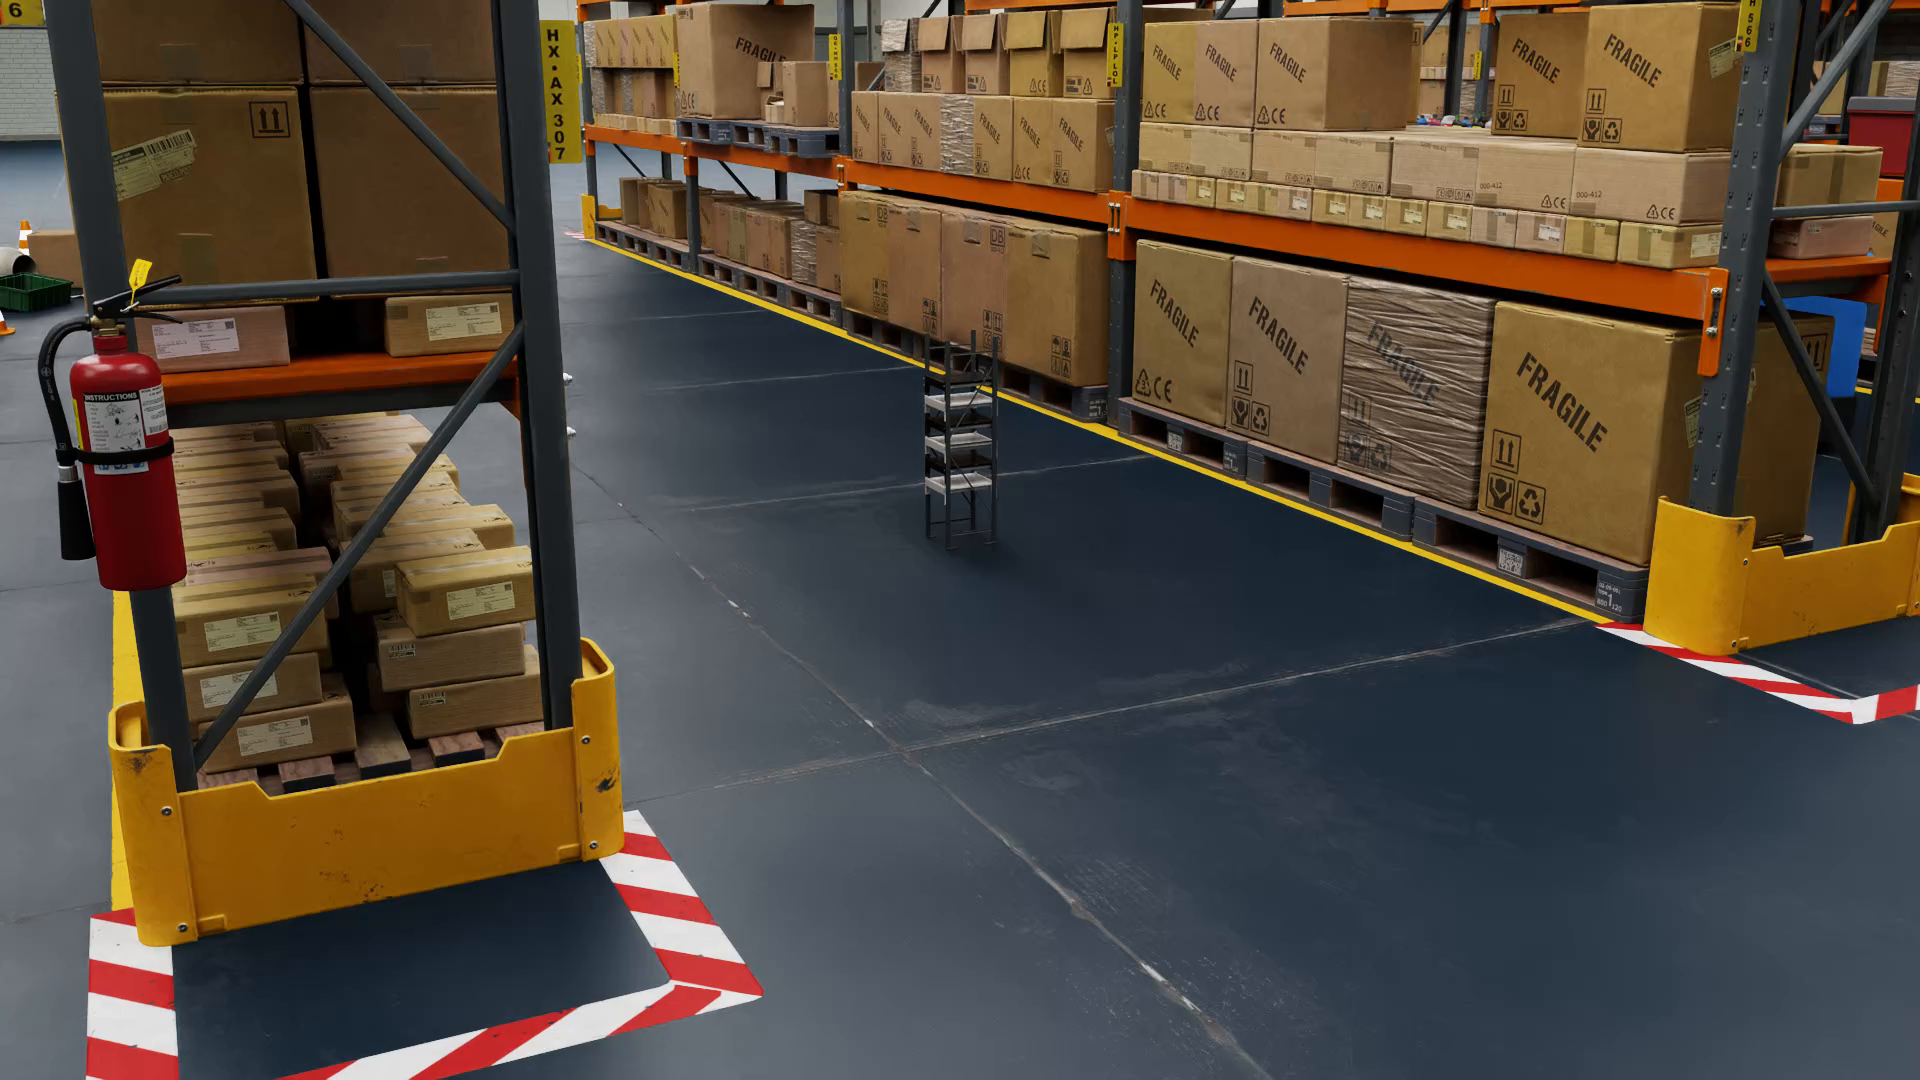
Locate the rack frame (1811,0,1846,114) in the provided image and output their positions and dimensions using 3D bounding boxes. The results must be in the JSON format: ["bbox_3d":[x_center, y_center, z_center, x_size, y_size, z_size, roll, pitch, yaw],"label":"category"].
[{"bbox_3d":[8.469,-4.326,16.888,1.000,3.000,0.127,-8,18,-25],"label":"rack frame"}]

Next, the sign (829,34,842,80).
[{"bbox_3d":[-0.922,-3.580,12.334,0.100,0.325,0.005,-8,18,-25],"label":"sign"}]

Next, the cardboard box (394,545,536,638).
[{"bbox_3d":[-1.360,0.140,4.655,0.380,0.149,0.250,-9,18,-27],"label":"cardboard box"}]

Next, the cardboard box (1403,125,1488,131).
[{"bbox_3d":[2.197,-1.877,8.085,0.500,0.250,0.500,-7,18,-24],"label":"cardboard box"}]

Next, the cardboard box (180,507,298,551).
[{"bbox_3d":[-2.238,0.020,5.071,0.380,0.149,0.250,-8,18,-27],"label":"cardboard box"}]

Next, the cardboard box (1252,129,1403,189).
[{"bbox_3d":[1.730,-1.809,7.849,0.500,0.250,0.500,-7,18,-24],"label":"cardboard box"}]

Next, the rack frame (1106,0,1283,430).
[{"bbox_3d":[1.314,-2.138,9.263,1.000,3.000,0.127,-8,18,-25],"label":"rack frame"}]

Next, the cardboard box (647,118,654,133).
[{"bbox_3d":[-3.052,-4.335,17.373,0.380,0.149,0.250,-8,18,-25],"label":"cardboard box"}]

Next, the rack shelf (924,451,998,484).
[{"bbox_3d":[0.004,-0.312,7.154,0.258,0.077,0.200,-8,18,-25],"label":"rack shelf"}]

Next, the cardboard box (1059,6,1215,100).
[{"bbox_3d":[1.027,-2.826,9.659,0.797,0.503,0.637,-8,18,-26],"label":"cardboard box"}]

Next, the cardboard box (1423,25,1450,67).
[{"bbox_3d":[6.294,-6.224,20.968,0.700,0.500,0.500,-8,18,-25],"label":"cardboard box"}]

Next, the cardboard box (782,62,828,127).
[{"bbox_3d":[-1.045,-3.635,13.538,0.700,0.500,0.500,-5,17,-17],"label":"cardboard box"}]

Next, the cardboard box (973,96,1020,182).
[{"bbox_3d":[0.418,-2.521,10.417,0.500,0.500,0.500,-8,18,-26],"label":"cardboard box"}]

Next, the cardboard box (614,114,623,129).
[{"bbox_3d":[-3.612,-4.643,18.447,0.380,0.149,0.250,-8,18,-25],"label":"cardboard box"}]

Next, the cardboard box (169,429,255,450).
[{"bbox_3d":[-2.828,-0.304,6.199,0.380,0.149,0.250,-7,18,-24],"label":"cardboard box"}]

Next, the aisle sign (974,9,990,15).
[{"bbox_3d":[0.215,-6.944,21.298,0.394,0.787,0.004,-8,18,-25],"label":"aisle sign"}]

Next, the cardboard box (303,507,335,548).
[{"bbox_3d":[-2.063,-0.025,5.769,0.380,0.149,0.250,-7,17,-22],"label":"cardboard box"}]

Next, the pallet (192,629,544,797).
[{"bbox_3d":[-1.793,0.544,4.973,1.003,0.211,1.213,-8,18,-25],"label":"pallet"}]

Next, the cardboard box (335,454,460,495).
[{"bbox_3d":[-1.955,-0.184,5.783,0.380,0.149,0.250,-7,18,-24],"label":"cardboard box"}]

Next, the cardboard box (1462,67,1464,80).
[{"bbox_3d":[6.298,-5.781,20.600,0.380,0.149,0.250,-8,18,-26],"label":"cardboard box"}]

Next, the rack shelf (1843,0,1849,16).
[{"bbox_3d":[9.345,-4.926,14.845,1.077,0.370,4.000,-8,18,-25],"label":"rack shelf"}]

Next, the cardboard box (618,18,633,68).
[{"bbox_3d":[-3.289,-5.244,17.553,0.500,0.500,0.500,-8,18,-25],"label":"cardboard box"}]

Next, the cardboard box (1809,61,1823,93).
[{"bbox_3d":[11.360,-6.047,21.904,0.700,0.500,0.500,-8,18,-25],"label":"cardboard box"}]

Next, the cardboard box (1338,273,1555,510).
[{"bbox_3d":[2.316,-0.701,7.348,0.875,0.875,0.875,-8,18,-25],"label":"cardboard box"}]

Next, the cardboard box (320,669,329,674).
[{"bbox_3d":[-2.096,0.364,4.952,0.380,0.149,0.250,-8,18,-25],"label":"cardboard box"}]

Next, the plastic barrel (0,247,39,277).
[{"bbox_3d":[-8.569,-2.405,14.864,0.512,0.421,0.421,4,16,13],"label":"plastic barrel"}]

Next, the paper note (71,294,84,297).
[{"bbox_3d":[-7.802,-2.178,14.783,0.142,0.020,0.147,7,17,23],"label":"paper note"}]

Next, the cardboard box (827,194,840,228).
[{"bbox_3d":[-0.758,-2.663,13.466,0.500,0.250,0.500,-7,17,-23],"label":"cardboard box"}]

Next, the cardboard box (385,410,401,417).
[{"bbox_3d":[-2.536,-0.505,6.901,0.380,0.149,0.250,-8,18,-25],"label":"cardboard box"}]

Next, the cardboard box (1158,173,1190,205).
[{"bbox_3d":[1.260,-1.839,8.675,0.380,0.149,0.250,-8,18,-27],"label":"cardboard box"}]

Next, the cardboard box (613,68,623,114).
[{"bbox_3d":[-3.399,-5.055,18.709,0.875,0.500,0.500,-8,18,-25],"label":"cardboard box"}]

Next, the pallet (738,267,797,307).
[{"bbox_3d":[-1.309,-2.286,14.832,1.003,0.211,1.213,-8,18,-25],"label":"pallet"}]

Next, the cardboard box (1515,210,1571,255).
[{"bbox_3d":[2.390,-1.201,6.453,0.380,0.149,0.250,-8,18,-25],"label":"cardboard box"}]

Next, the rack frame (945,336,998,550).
[{"bbox_3d":[0.048,-0.405,7.032,0.240,0.900,0.006,-8,18,-25],"label":"rack frame"}]

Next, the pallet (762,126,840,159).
[{"bbox_3d":[-0.846,-3.201,13.317,1.213,0.211,1.003,-8,18,-25],"label":"pallet"}]

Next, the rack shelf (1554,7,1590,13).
[{"bbox_3d":[10.292,-7.509,23.847,1.077,0.370,4.000,-8,18,-25],"label":"rack shelf"}]

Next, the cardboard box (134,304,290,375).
[{"bbox_3d":[-1.833,-0.498,4.003,0.380,0.149,0.250,-8,18,-25],"label":"cardboard box"}]

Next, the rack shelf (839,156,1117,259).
[{"bbox_3d":[0.438,-2.288,11.090,1.077,0.370,4.000,-8,18,-25],"label":"rack shelf"}]

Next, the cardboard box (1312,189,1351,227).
[{"bbox_3d":[1.829,-1.517,7.556,0.380,0.149,0.250,-8,18,-26],"label":"cardboard box"}]

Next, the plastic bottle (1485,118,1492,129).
[{"bbox_3d":[4.302,-3.283,13.487,0.097,0.271,0.097,0,16,0],"label":"plastic bottle"}]

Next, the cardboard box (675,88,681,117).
[{"bbox_3d":[-2.332,-4.432,16.536,0.875,0.500,0.500,-8,18,-25],"label":"cardboard box"}]

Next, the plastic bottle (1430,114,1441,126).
[{"bbox_3d":[4.016,-3.439,14.008,0.061,0.283,0.133,-8,18,-25],"label":"plastic bottle"}]

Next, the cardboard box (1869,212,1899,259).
[{"bbox_3d":[8.861,-2.934,15.772,0.500,0.500,0.500,-8,18,-26],"label":"cardboard box"}]

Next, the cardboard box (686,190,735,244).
[{"bbox_3d":[-2.587,-3.367,17.317,0.500,0.500,0.500,-2,16,-7],"label":"cardboard box"}]

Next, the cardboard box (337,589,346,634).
[{"bbox_3d":[-1.892,0.184,5.579,0.380,0.149,0.250,-8,18,-25],"label":"cardboard box"}]

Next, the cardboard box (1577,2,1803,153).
[{"bbox_3d":[2.617,-1.667,5.993,0.500,0.500,0.500,-7,18,-24],"label":"cardboard box"}]

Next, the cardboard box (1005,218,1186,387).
[{"bbox_3d":[1.016,-1.475,10.043,1.225,0.875,0.875,-8,18,-25],"label":"cardboard box"}]

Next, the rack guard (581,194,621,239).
[{"bbox_3d":[-3.909,-3.893,19.911,1.175,0.500,0.348,-8,18,-25],"label":"rack guard"}]

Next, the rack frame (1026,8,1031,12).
[{"bbox_3d":[0.510,-5.712,21.717,1.000,3.000,0.127,-8,18,-25],"label":"rack frame"}]

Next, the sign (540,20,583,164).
[{"bbox_3d":[-0.948,-1.054,3.915,0.100,0.325,0.005,-8,18,-25],"label":"sign"}]

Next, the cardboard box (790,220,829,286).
[{"bbox_3d":[-1.004,-2.440,14.048,0.700,0.500,0.500,-9,18,-29],"label":"cardboard box"}]

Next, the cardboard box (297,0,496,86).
[{"bbox_3d":[-1.394,-1.387,4.112,0.500,0.500,0.500,-8,18,-25],"label":"cardboard box"}]

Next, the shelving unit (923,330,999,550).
[{"bbox_3d":[0.004,-0.431,7.120,0.258,0.900,0.210,-8,18,-25],"label":"shelving unit"}]

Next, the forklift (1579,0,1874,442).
[{"bbox_3d":[4.225,-2.275,9.865,1.130,2.935,3.031,0,16,0],"label":"forklift"}]

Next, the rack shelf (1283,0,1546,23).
[{"bbox_3d":[5.840,-6.910,21.757,1.077,0.370,4.000,-8,18,-25],"label":"rack shelf"}]

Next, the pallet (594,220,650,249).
[{"bbox_3d":[-3.585,-3.549,19.234,1.003,0.211,1.213,-8,18,-25],"label":"pallet"}]
